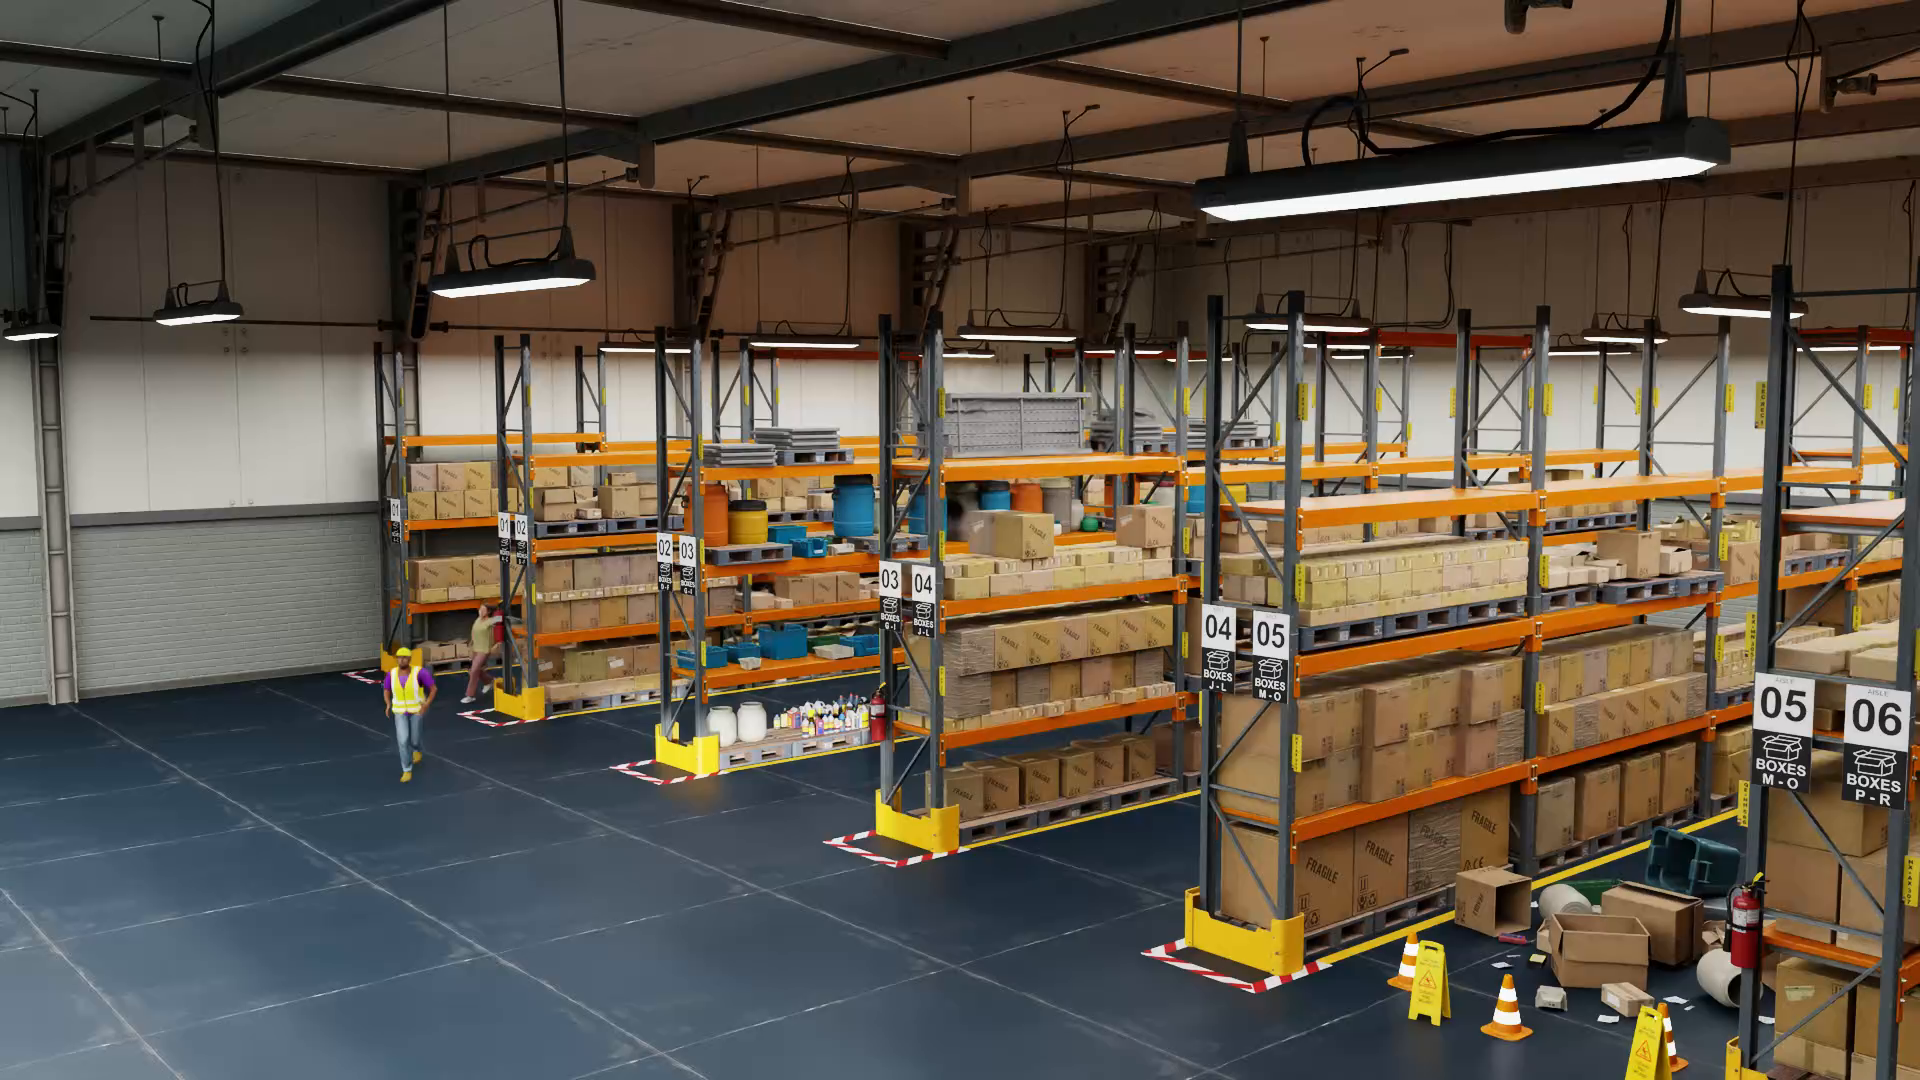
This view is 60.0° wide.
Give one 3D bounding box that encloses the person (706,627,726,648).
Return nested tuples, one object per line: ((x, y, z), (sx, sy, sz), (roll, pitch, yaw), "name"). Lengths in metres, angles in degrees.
((-4.555, 1.462, 30.541), (0.969, 1.774, 0.659), (-5, 7, -41), "person")

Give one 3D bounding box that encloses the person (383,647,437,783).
((-7.319, 2.287, 22.155), (0.702, 1.766, 0.740), (-1, 5, -6), "person")

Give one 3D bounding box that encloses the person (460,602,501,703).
((-7.851, 1.841, 27.518), (0.652, 1.646, 0.825), (3, 6, 29), "person")
